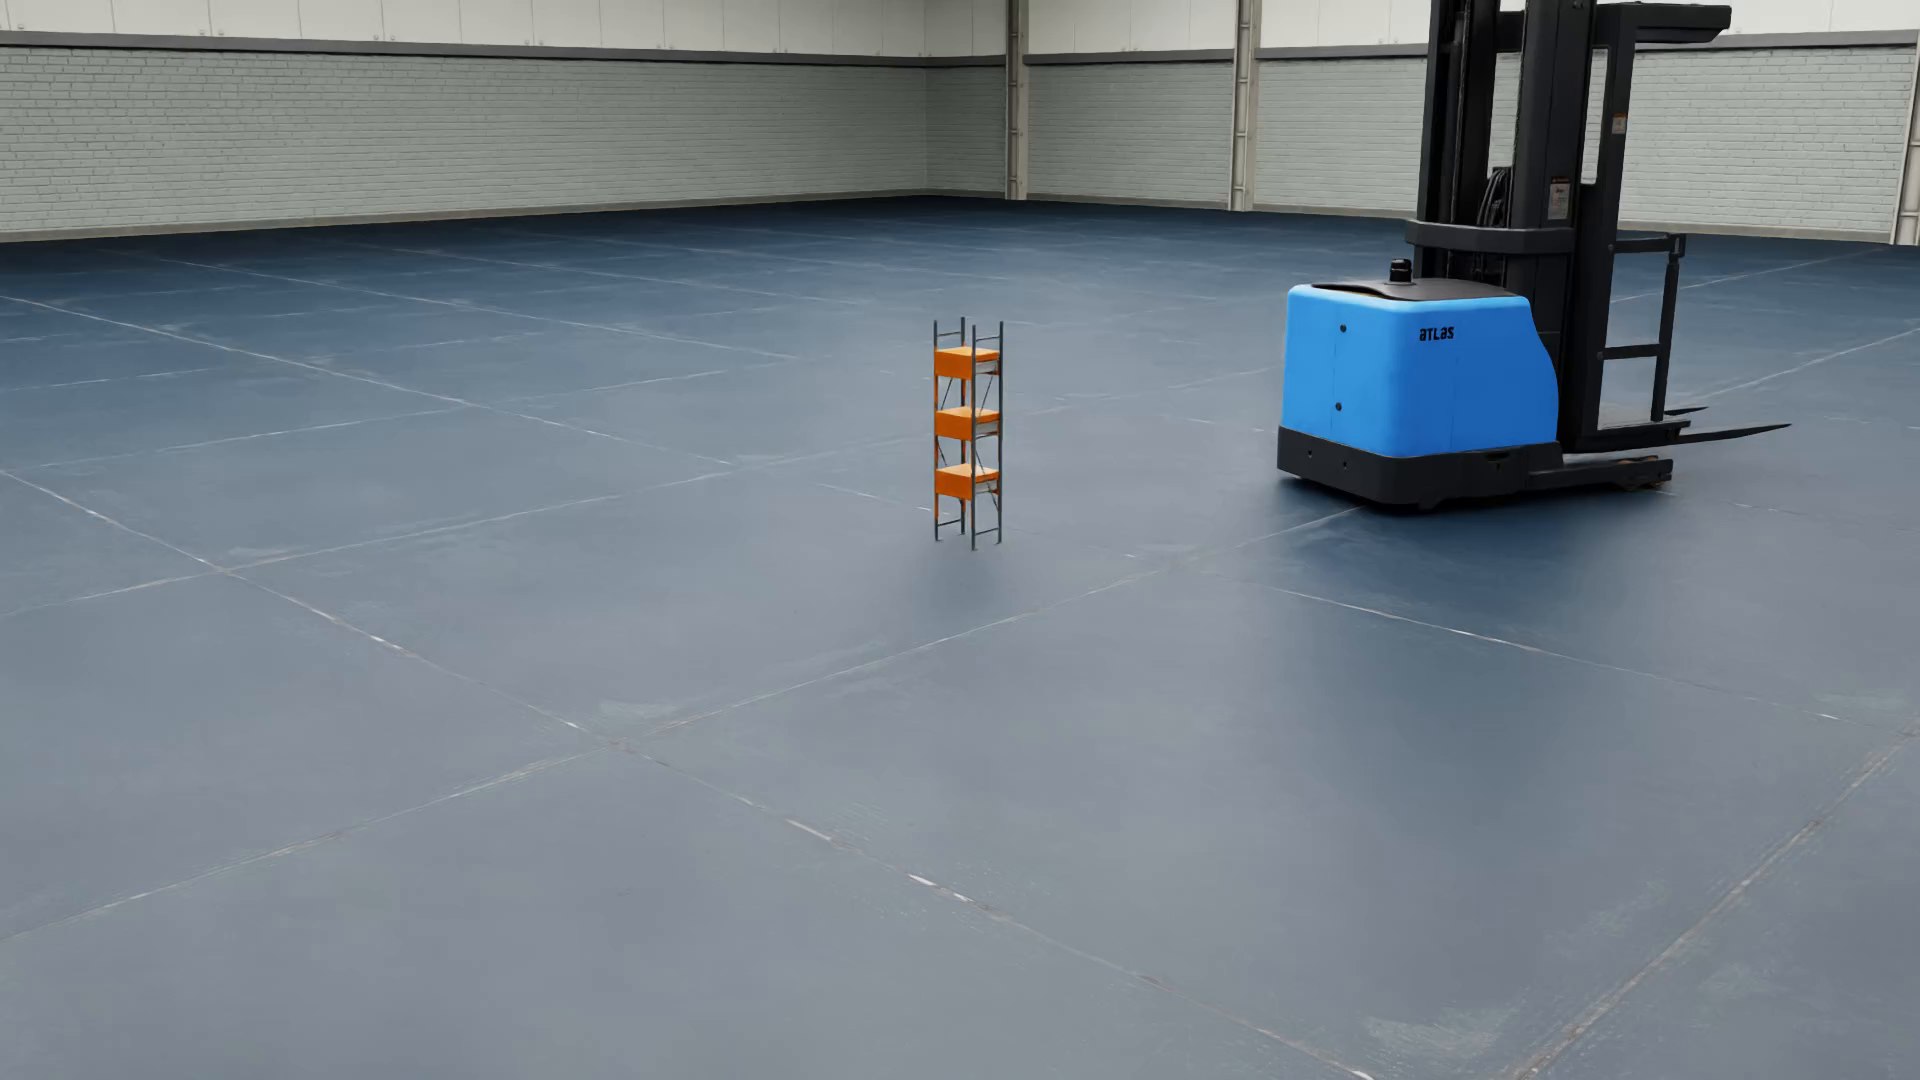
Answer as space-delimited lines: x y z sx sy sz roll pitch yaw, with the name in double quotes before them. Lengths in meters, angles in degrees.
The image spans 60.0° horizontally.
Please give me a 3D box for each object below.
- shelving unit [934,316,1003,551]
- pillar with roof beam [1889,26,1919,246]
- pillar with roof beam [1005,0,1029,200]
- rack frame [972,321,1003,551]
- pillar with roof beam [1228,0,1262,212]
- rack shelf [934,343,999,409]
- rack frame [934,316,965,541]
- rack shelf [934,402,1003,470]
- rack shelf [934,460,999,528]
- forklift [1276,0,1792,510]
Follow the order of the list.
"shelving unit" 0.039 -0.499 7.764 0.252 1.050 0.215 14 20 42
"pillar with roof beam" 11.218 -8.008 20.818 0.400 9.000 9.100 14 20 42
"pillar with roof beam" -1.740 -11.158 32.908 0.400 9.000 9.100 14 20 42
"rack frame" 0.126 -0.477 7.682 0.008 1.050 0.200 14 20 42
"pillar with roof beam" 2.579 -10.108 28.878 0.400 9.000 9.100 14 20 42
"rack shelf" 0.039 -0.763 7.695 0.240 0.259 0.215 14 20 42
"rack frame" -0.049 -0.520 7.846 0.008 1.050 0.200 14 20 42
"rack shelf" 0.039 -0.488 7.766 0.240 0.259 0.215 14 20 42
"rack shelf" 0.039 -0.219 7.837 0.240 0.259 0.215 14 20 42
"forklift" 3.308 -1.796 9.010 3.031 2.935 1.130 -7 16 -24
